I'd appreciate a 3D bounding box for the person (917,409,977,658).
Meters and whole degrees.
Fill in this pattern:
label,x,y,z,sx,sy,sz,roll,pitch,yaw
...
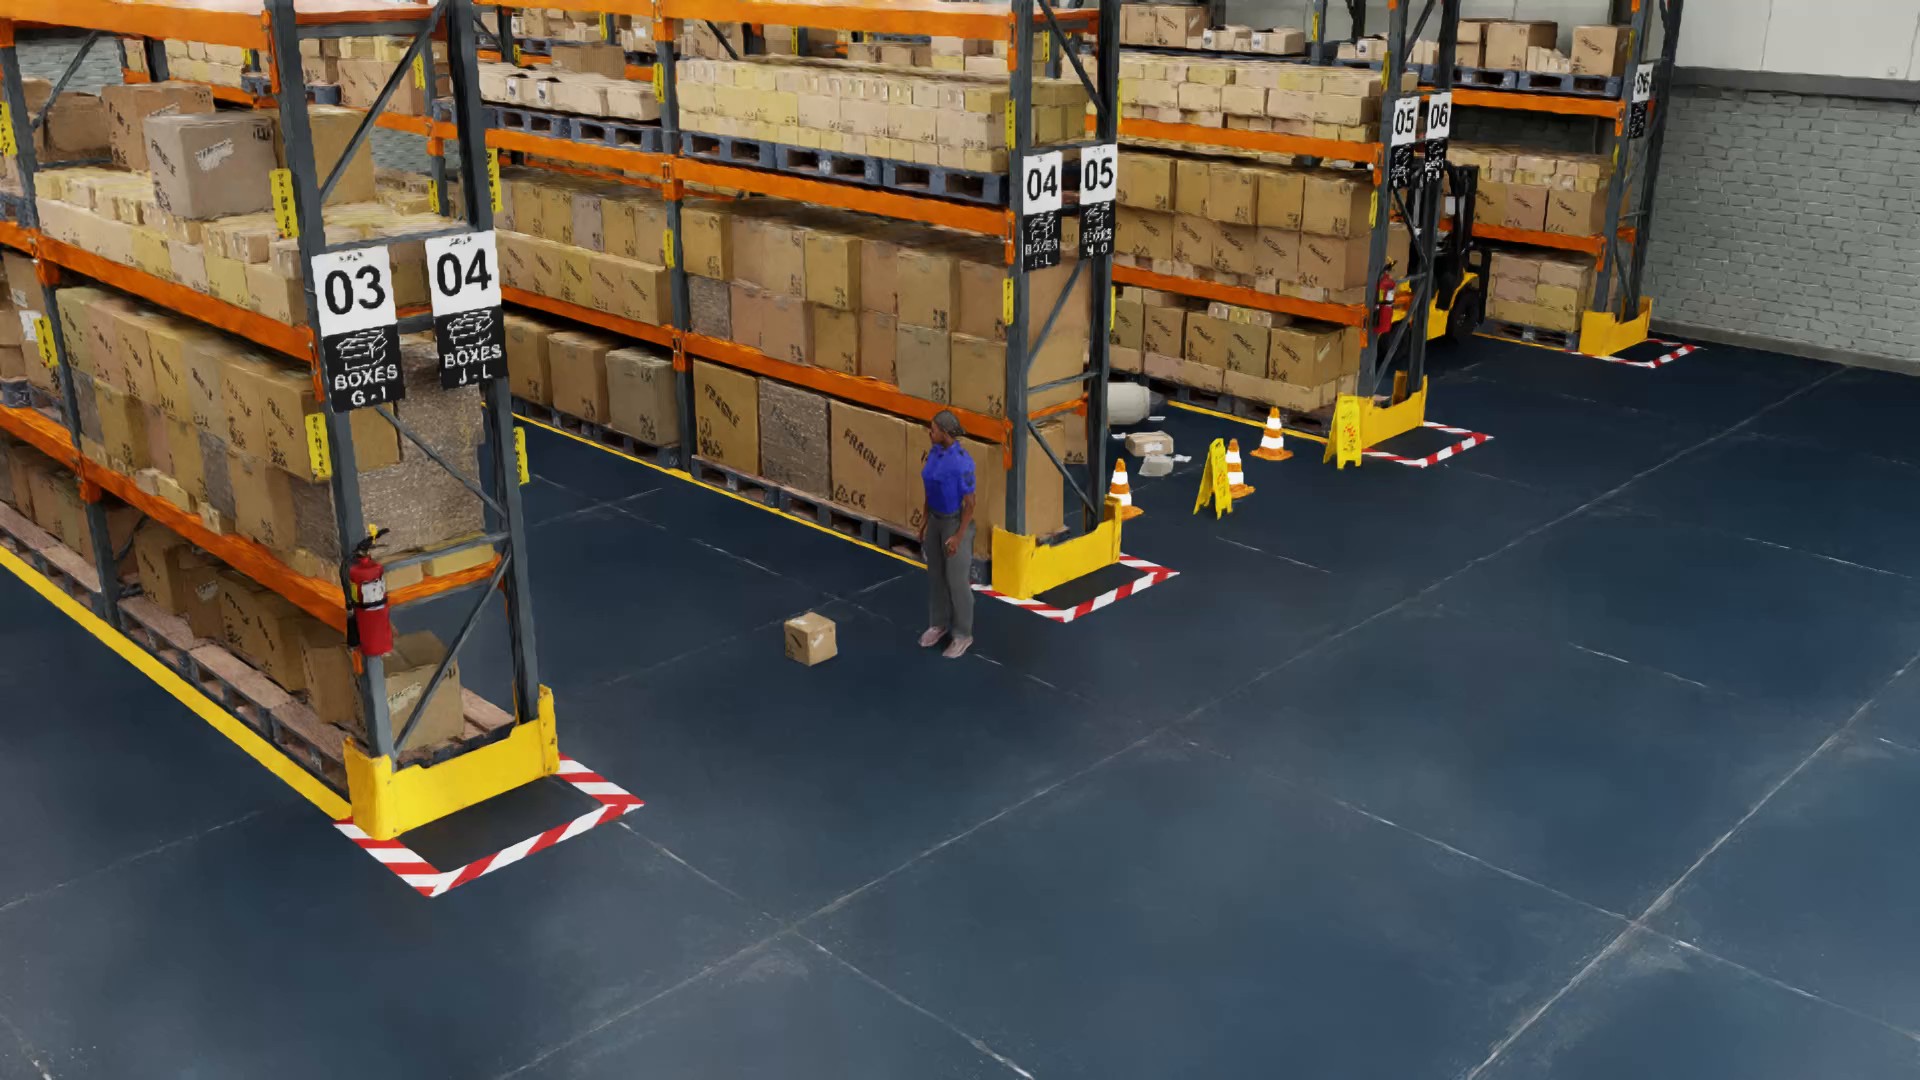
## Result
label,x,y,z,sx,sy,sz,roll,pitch,yaw
person,-0.101,-0.057,11.223,0.374,1.700,0.500,-13,24,-31
